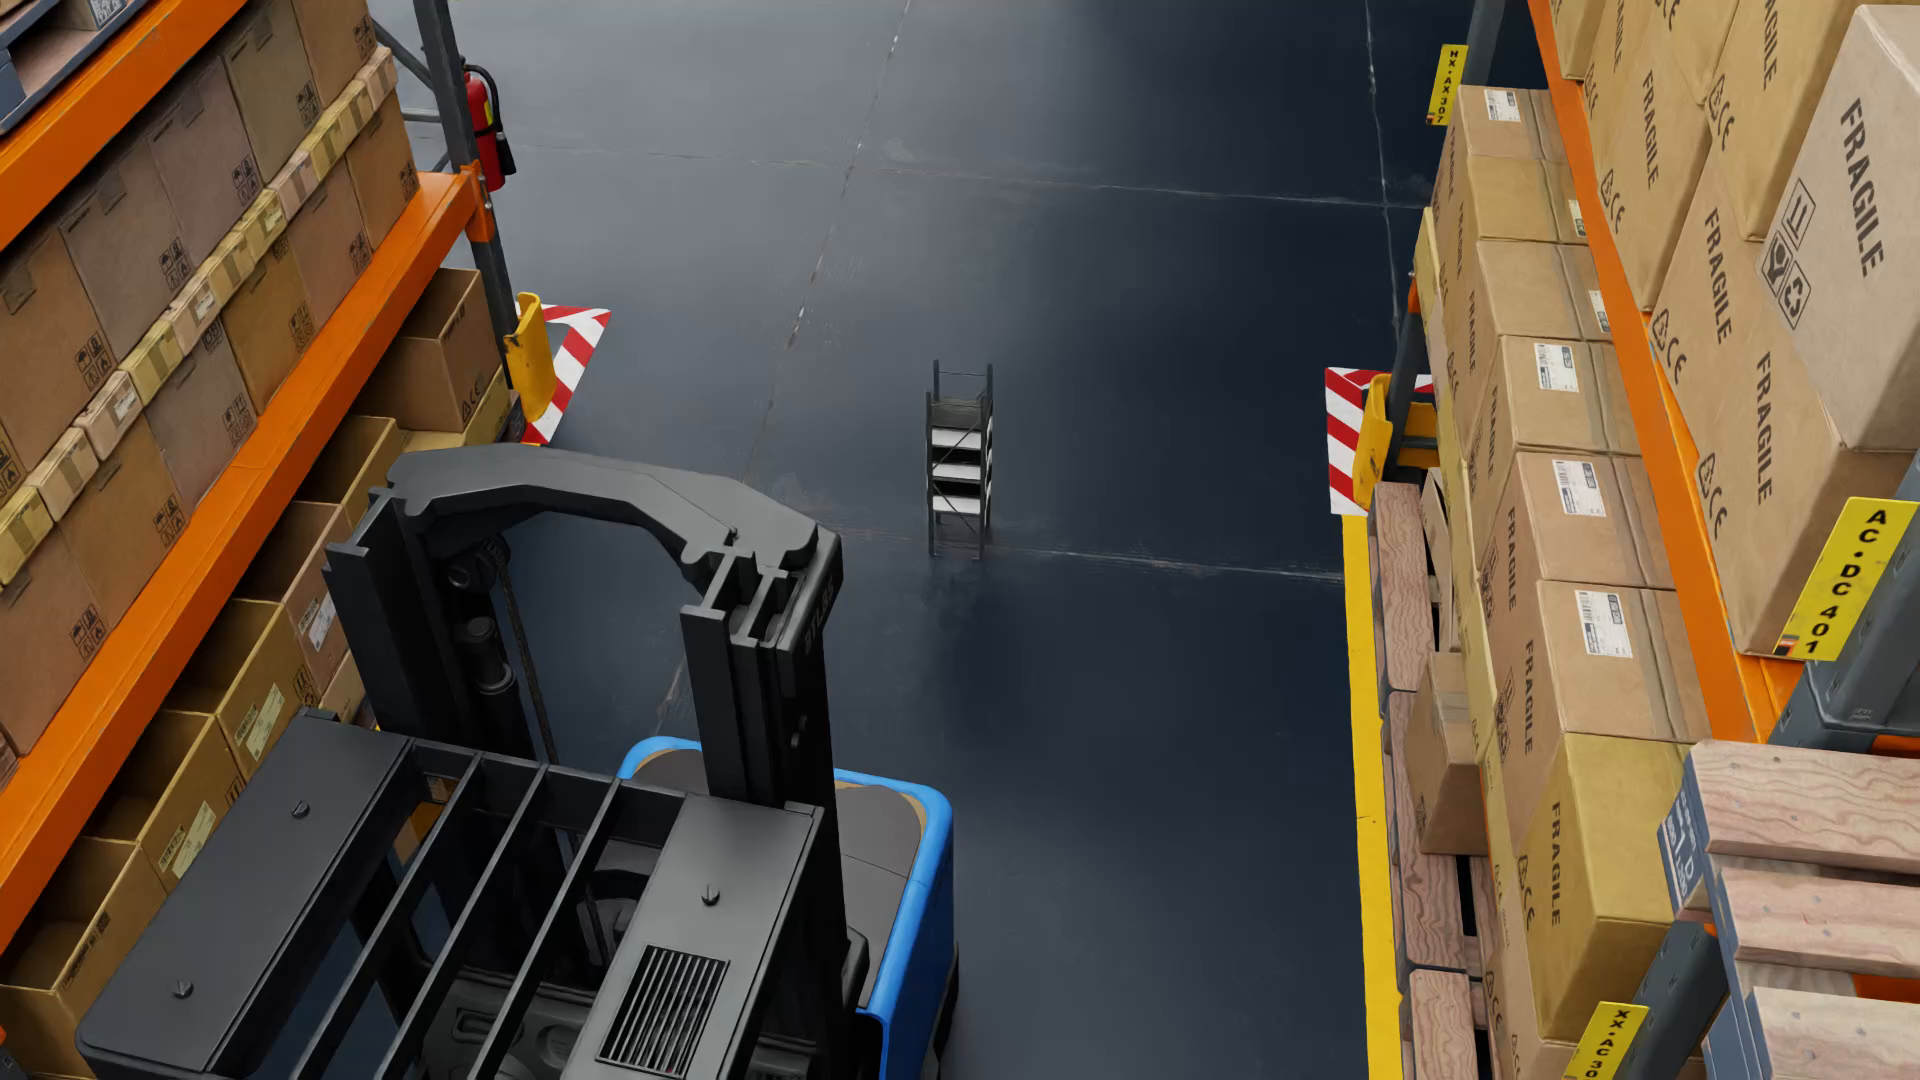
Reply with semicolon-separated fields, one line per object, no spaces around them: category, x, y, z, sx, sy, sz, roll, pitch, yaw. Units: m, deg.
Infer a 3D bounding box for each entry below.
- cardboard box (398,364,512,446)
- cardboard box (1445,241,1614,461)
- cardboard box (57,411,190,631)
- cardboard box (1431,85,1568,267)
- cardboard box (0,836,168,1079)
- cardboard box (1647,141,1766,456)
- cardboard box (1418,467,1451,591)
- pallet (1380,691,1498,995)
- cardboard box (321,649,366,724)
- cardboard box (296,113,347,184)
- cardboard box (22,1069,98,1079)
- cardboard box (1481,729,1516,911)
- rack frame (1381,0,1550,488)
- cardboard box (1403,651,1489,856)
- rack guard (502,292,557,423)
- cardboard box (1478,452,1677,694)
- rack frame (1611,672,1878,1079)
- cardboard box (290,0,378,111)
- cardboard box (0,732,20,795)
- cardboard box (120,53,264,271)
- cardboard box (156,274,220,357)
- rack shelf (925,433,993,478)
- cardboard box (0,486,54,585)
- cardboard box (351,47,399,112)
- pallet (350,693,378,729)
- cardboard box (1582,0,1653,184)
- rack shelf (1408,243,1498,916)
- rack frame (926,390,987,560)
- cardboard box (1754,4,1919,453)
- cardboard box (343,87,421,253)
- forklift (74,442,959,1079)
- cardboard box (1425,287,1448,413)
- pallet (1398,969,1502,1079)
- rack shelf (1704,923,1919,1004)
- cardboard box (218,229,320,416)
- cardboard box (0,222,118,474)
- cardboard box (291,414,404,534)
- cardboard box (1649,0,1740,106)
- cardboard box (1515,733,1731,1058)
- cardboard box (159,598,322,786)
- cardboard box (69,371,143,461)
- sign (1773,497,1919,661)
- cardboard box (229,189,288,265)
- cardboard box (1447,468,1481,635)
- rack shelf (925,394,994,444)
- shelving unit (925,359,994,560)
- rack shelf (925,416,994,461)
cardboard box;-2.321;-0.552;7.345;0.500;0.250;0.500;5;44;6
cardboard box;1.857;-0.582;5.232;0.500;0.500;0.500;4;44;4
cardboard box;-2.886;-0.105;5.106;0.700;0.500;0.500;6;44;6
cardboard box;2.007;-1.269;5.958;0.500;0.500;0.500;5;44;6
cardboard box;-2.700;1.222;4.927;0.500;0.500;0.500;5;44;6
cardboard box;1.740;-0.459;3.284;0.500;0.500;0.500;2;43;2
cardboard box;2.187;-0.062;6.770;0.500;0.311;0.500;1;43;1
pallet;2.052;1.102;5.933;1.003;0.211;1.213;5;44;6
cardboard box;-2.507;0.472;6.265;0.500;0.250;0.500;5;44;6
cardboard box;-2.471;-1.431;6.036;0.380;0.149;0.250;5;44;5
cardboard box;-2.710;1.494;5.185;0.500;0.250;0.500;5;44;6
cardboard box;1.675;0.742;4.379;0.500;0.250;0.500;5;44;6
rack frame;2.368;-1.342;6.486;1.000;3.000;0.127;5;44;6
cardboard box;1.965;0.753;5.771;0.700;0.500;0.500;3;44;3
rack guard;-2.539;-0.899;7.836;1.175;0.500;0.348;5;44;6
cardboard box;1.733;0.125;4.485;0.500;0.500;0.500;4;44;4
rack frame;1.839;1.384;3.607;1.000;3.000;0.127;5;44;6
cardboard box;-2.624;-1.944;6.106;0.700;0.500;0.500;5;44;6
cardboard box;-3.019;0.597;4.365;0.700;0.500;0.500;4;44;4
cardboard box;-2.754;-1.242;5.364;0.700;0.500;0.500;5;44;6
cardboard box;-2.607;-0.727;5.291;0.380;0.149;0.250;5;44;5
rack shelf;-0.001;-0.362;6.896;0.258;0.077;0.200;5;44;6
cardboard box;-2.745;-0.027;4.553;0.380;0.149;0.250;5;44;5
cardboard box;-2.404;-1.784;6.408;0.380;0.149;0.250;5;44;5
pallet;-2.766;0.577;6.487;1.003;0.211;1.213;5;44;6
cardboard box;1.855;-1.186;4.052;0.500;0.500;0.500;8;44;8
rack shelf;2.104;0.282;5.294;1.077;0.370;4.000;5;44;6
rack frame;-0.015;-0.252;6.862;0.240;0.900;0.006;5;44;6
cardboard box;1.637;-0.478;2.577;0.500;0.500;0.500;2;43;2
cardboard box;-2.617;-1.509;6.590;0.700;0.500;0.500;5;44;6
forklift;-0.848;1.363;3.679;1.130;2.935;3.031;9;44;10
cardboard box;1.934;-0.636;5.835;0.500;0.250;0.500;4;44;4
pallet;1.893;1.935;5.052;1.003;0.211;1.213;5;44;6
rack shelf;1.575;1.919;1.383;1.077;0.370;4.000;5;44;6
cardboard box;-2.753;-0.813;5.854;0.700;0.500;0.500;6;44;6
cardboard box;-2.887;-0.560;4.644;0.700;0.500;0.500;5;44;5
cardboard box;-2.436;-0.141;6.366;0.500;0.500;0.500;5;44;6
cardboard box;1.757;-1.209;3.350;0.500;0.500;0.500;4;44;4
cardboard box;1.595;0.808;3.764;0.500;0.500;0.500;5;44;5
cardboard box;-2.568;0.541;5.646;0.500;0.500;0.500;5;44;6
cardboard box;-2.678;-0.380;4.925;0.380;0.149;0.250;4;44;4
sign;1.300;0.063;2.444;0.100;0.325;0.005;5;44;6
cardboard box;-2.541;-1.081;5.666;0.380;0.149;0.250;6;44;7
cardboard box;1.792;0.055;5.105;0.500;0.250;0.500;6;44;6
rack shelf;-0.001;-0.493;6.772;0.258;0.077;0.200;5;44;6
shelving unit;-0.001;-0.321;6.935;0.258;0.900;0.210;5;44;6
rack shelf;-0.001;-0.428;6.834;0.258;0.077;0.200;5;44;6
